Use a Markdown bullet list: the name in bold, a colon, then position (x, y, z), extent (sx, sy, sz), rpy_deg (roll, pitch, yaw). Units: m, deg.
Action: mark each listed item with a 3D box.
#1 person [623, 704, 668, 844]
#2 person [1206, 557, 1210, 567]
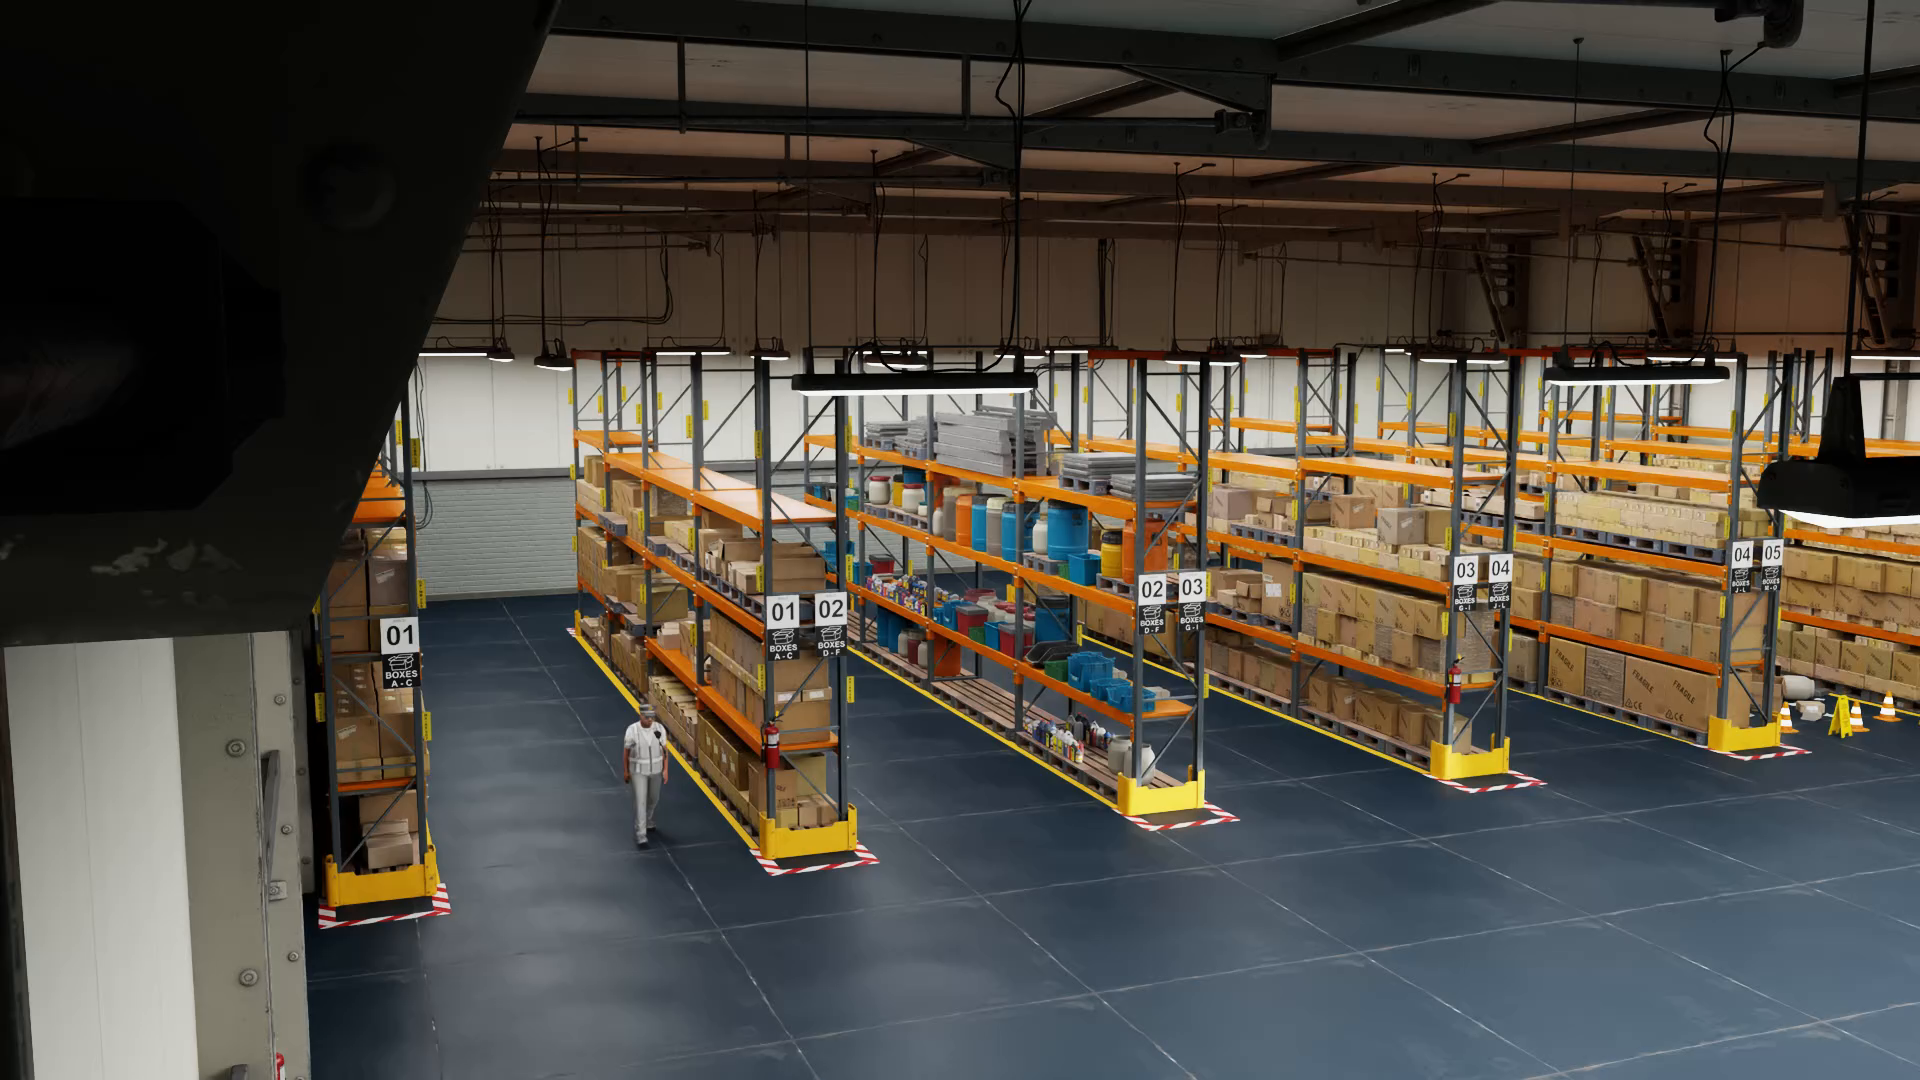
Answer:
- **person**: position (-3.947, 2.902, 20.902), extent (0.580, 1.713, 0.960), rpy_deg (-5, 8, -32)
- **person**: position (5.137, 1.178, 34.851), extent (0.524, 1.674, 0.479), rpy_deg (-1, 7, -9)
